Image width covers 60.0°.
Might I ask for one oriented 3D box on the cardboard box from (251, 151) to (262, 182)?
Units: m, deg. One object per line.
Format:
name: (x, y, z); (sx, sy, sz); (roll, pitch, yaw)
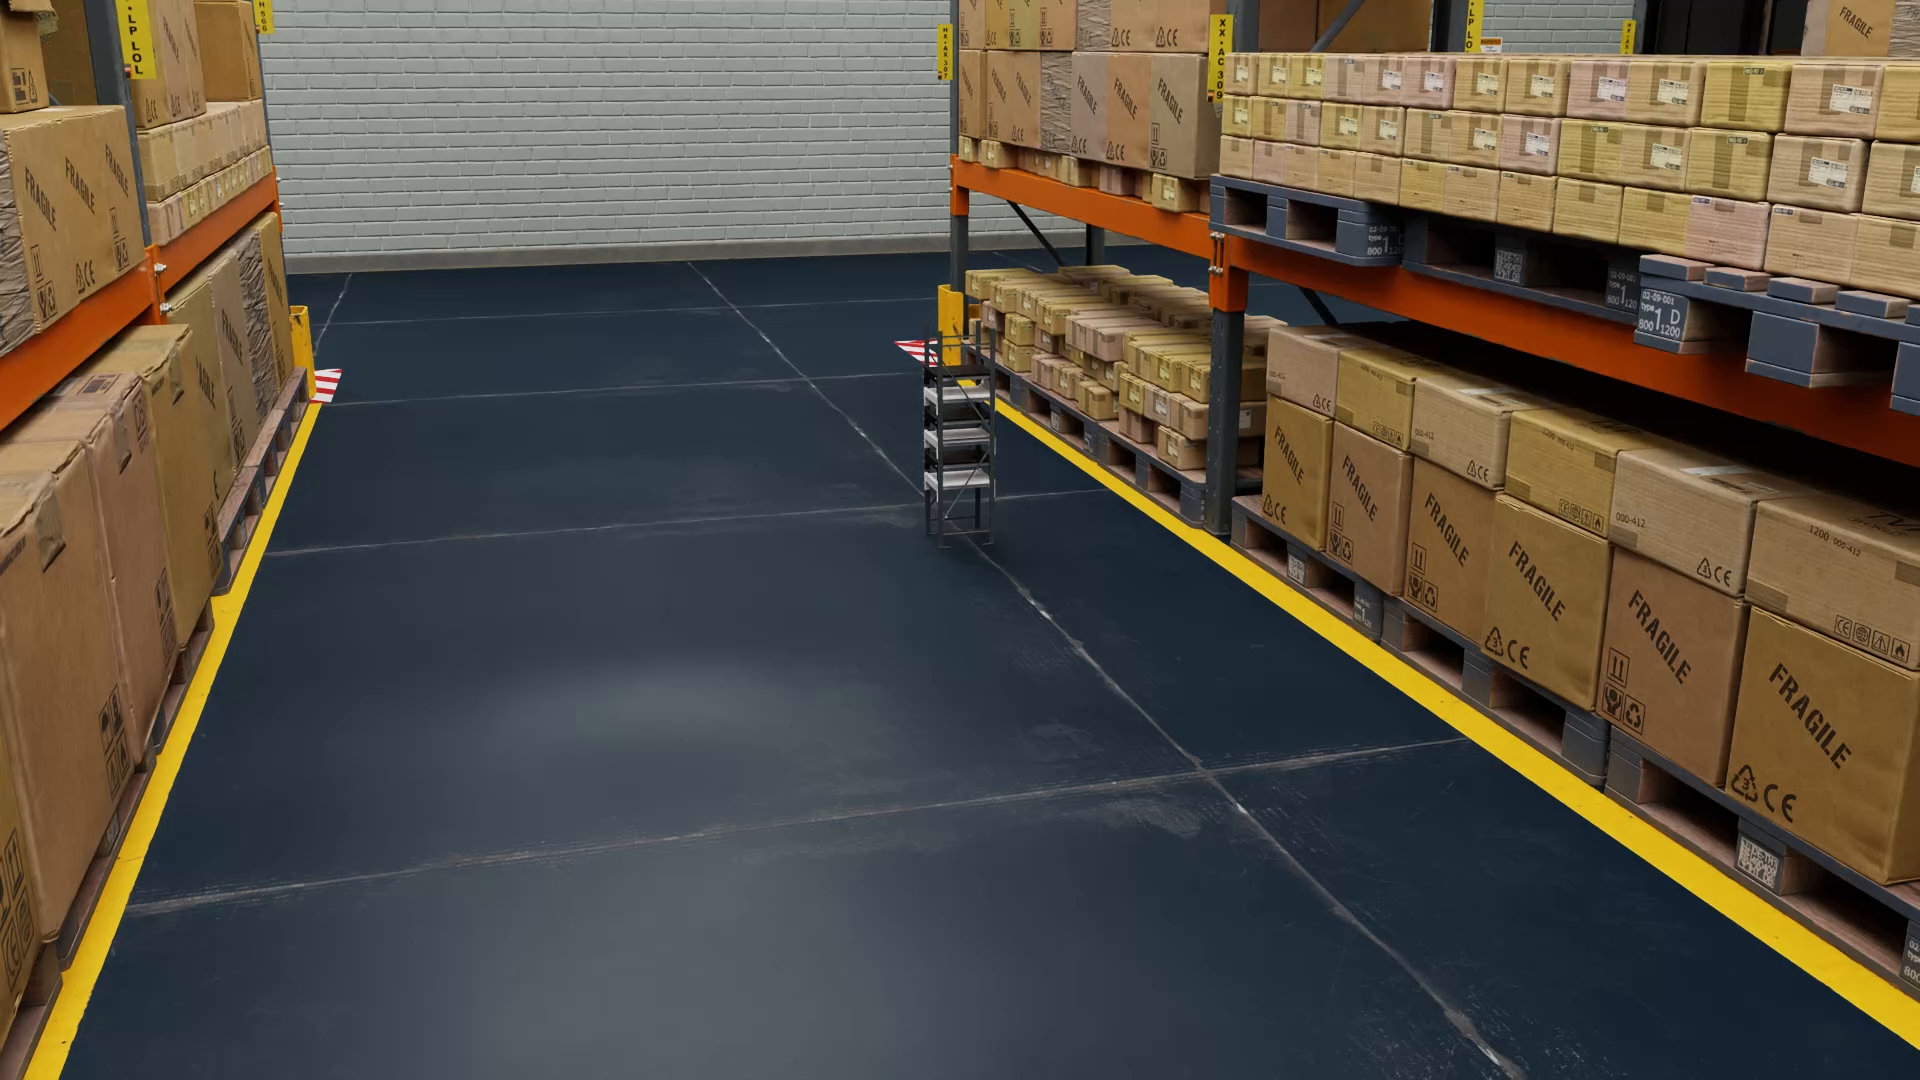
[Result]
cardboard box: (-3.807, -1.909, 8.531); (0.380, 0.149, 0.250); (-5, 17, -15)

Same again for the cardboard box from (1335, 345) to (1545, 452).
cardboard box: (1.631, -0.492, 5.689); (0.500, 0.250, 0.500); (-4, 17, -14)

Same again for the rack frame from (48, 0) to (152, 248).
rack frame: (-3.263, -1.137, 5.525); (1.000, 3.000, 0.127); (-5, 17, -15)

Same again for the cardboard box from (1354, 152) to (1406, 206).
cardboard box: (1.485, -1.152, 5.278); (0.380, 0.149, 0.250); (-5, 18, -18)

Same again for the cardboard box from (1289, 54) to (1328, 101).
cardboard box: (1.350, -1.574, 5.652); (0.380, 0.149, 0.250); (-5, 17, -15)

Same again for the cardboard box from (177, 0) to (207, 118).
cardboard box: (-3.424, -2.000, 6.837); (0.500, 0.500, 0.500); (-5, 18, -17)

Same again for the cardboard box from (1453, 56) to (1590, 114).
cardboard box: (1.634, -1.290, 4.706); (0.380, 0.149, 0.250); (-4, 17, -14)

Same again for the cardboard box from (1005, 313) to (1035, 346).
cardboard box: (0.471, -1.201, 9.443); (0.380, 0.149, 0.250); (-4, 17, -14)

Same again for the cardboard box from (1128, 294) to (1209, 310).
cardboard box: (1.134, -1.239, 9.053); (0.380, 0.149, 0.250); (-5, 18, -17)

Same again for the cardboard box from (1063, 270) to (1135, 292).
cardboard box: (0.837, -1.528, 10.017); (0.380, 0.149, 0.250); (-4, 17, -14)

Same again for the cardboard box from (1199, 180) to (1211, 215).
cardboard box: (1.230, -1.442, 6.975); (0.380, 0.149, 0.250); (-5, 17, -16)

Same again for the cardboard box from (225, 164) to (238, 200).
cardboard box: (-3.528, -1.628, 7.595); (0.380, 0.149, 0.250); (-4, 17, -14)

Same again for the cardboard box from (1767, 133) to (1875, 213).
cardboard box: (1.984, -0.793, 3.567); (0.380, 0.149, 0.250); (-4, 17, -13)

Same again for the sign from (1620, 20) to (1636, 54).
sign: (4.631, -3.438, 11.540); (0.100, 0.325, 0.005); (-5, 17, -15)

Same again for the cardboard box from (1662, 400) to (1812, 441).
cardboard box: (2.413, -0.246, 4.870); (0.500, 0.250, 0.500); (-5, 17, -15)

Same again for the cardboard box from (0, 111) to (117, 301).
cardboard box: (-2.743, -0.940, 4.694); (0.500, 0.500, 0.500); (-4, 17, -14)

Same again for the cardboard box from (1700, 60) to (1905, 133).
cardboard box: (1.919, -1.002, 3.748); (0.380, 0.149, 0.250); (-4, 17, -14)

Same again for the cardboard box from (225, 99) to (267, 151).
cardboard box: (-3.974, -2.201, 8.810); (0.500, 0.250, 0.500); (-5, 17, -16)

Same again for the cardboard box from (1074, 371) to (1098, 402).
cardboard box: (0.807, -0.783, 8.569); (0.380, 0.149, 0.250); (-4, 17, -14)

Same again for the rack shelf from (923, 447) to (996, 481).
rack shelf: (-0.002, -0.315, 6.866); (0.258, 0.077, 0.200); (-5, 17, -15)

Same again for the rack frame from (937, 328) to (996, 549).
rack frame: (0.026, -0.405, 6.736); (0.240, 0.900, 0.006); (-5, 17, -15)

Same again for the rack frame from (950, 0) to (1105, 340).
rack frame: (0.434, -2.608, 10.421); (1.000, 3.000, 0.127); (-5, 17, -15)

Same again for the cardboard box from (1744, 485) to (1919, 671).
cardboard box: (2.193, 0.073, 3.806); (0.500, 0.250, 0.500); (-5, 17, -17)

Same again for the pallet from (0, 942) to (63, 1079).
pallet: (-2.308, 1.080, 2.988); (1.003, 0.211, 1.213); (-5, 17, -15)

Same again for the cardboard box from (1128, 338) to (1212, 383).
cardboard box: (1.002, -0.836, 7.713); (0.380, 0.149, 0.250); (-5, 17, -16)

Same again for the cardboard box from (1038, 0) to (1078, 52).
cardboard box: (0.712, -2.707, 8.320); (0.500, 0.500, 0.500); (-5, 18, -17)

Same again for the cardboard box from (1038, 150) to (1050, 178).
cardboard box: (0.635, -2.018, 8.893); (0.380, 0.149, 0.250); (-5, 17, -16)

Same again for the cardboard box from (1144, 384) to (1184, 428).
cardboard box: (1.055, -0.616, 7.496); (0.380, 0.149, 0.250); (-6, 18, -18)

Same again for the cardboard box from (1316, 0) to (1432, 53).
cardboard box: (1.644, -2.315, 7.016); (0.500, 0.500, 0.500); (-4, 17, -14)

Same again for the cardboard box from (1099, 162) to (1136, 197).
cardboard box: (0.888, -1.729, 7.931); (0.380, 0.149, 0.250); (-5, 18, -18)

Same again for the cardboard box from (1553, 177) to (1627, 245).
cardboard box: (1.777, -0.860, 4.306); (0.380, 0.149, 0.250); (-5, 18, -18)

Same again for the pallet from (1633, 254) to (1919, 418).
pallet: (2.335, -0.492, 3.710); (1.213, 0.211, 1.003); (-5, 17, -15)

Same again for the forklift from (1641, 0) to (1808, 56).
forklift: (3.579, -1.531, 6.954); (3.031, 2.935, 1.130); (5, 17, 17)

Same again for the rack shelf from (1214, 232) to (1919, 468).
rack shelf: (2.083, -0.604, 4.999); (1.077, 0.370, 4.000); (-5, 17, -15)

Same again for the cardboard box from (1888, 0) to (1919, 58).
cardboard box: (5.590, -2.837, 9.272); (0.500, 0.500, 0.500); (-4, 17, -15)

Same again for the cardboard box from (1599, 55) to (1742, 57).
cardboard box: (2.189, -1.411, 5.109); (0.380, 0.149, 0.250); (-6, 18, -18)

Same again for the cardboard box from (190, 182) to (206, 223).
cardboard box: (-3.244, -1.343, 6.647); (0.380, 0.149, 0.250); (-5, 17, -17)

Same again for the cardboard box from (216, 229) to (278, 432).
cardboard box: (-3.859, -1.005, 8.047); (0.875, 0.875, 0.875); (-5, 17, -15)

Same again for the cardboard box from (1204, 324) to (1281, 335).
cardboard box: (1.409, -0.951, 8.096); (0.380, 0.149, 0.250); (-5, 17, -17)

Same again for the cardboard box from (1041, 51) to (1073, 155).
cardboard box: (0.732, -2.229, 8.469); (0.500, 0.500, 0.500); (-5, 17, -17)

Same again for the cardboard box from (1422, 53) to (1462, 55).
cardboard box: (1.906, -1.698, 6.062); (0.380, 0.149, 0.250); (-5, 17, -17)

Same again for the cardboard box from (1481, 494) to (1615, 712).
cardboard box: (1.901, 0.151, 4.852); (0.500, 0.500, 0.500); (-6, 18, -18)

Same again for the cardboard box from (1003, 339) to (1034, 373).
cardboard box: (0.461, -1.060, 9.493); (0.380, 0.149, 0.250); (-4, 17, -15)

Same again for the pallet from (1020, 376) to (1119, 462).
pallet: (0.976, -0.687, 8.873); (1.003, 0.211, 1.213); (-5, 17, -15)

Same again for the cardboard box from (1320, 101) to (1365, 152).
cardboard box: (1.416, -1.365, 5.471); (0.380, 0.149, 0.250); (-5, 18, -18)

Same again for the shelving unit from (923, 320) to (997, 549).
shelving unit: (-0.002, -0.433, 6.830); (0.258, 0.900, 0.210); (-5, 17, -15)

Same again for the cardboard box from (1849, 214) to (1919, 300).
cardboard box: (2.055, -0.576, 3.363); (0.380, 0.149, 0.250); (-4, 17, -14)

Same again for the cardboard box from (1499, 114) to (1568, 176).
cardboard box: (1.703, -1.076, 4.509); (0.380, 0.149, 0.250); (-4, 17, -14)

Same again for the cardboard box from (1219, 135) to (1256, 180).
cardboard box: (1.200, -1.437, 6.229); (0.380, 0.149, 0.250); (-6, 18, -18)

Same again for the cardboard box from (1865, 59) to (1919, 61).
cardboard box: (2.480, -1.120, 4.138); (0.380, 0.149, 0.250); (-5, 18, -18)

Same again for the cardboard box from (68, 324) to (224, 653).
cardboard box: (-3.068, -0.146, 5.186); (1.225, 0.875, 0.875); (-5, 17, -15)

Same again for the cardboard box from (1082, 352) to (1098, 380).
cardboard box: (0.847, -0.910, 8.477); (0.380, 0.149, 0.250); (-6, 18, -18)

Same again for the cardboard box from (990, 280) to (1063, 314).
cardboard box: (0.389, -1.410, 9.625); (0.380, 0.149, 0.250); (-5, 17, -15)

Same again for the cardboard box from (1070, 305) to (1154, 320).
cardboard box: (0.794, -1.133, 8.700); (0.380, 0.149, 0.250); (-5, 17, -15)

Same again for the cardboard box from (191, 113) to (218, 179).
cardboard box: (-3.420, -1.640, 6.940); (0.500, 0.250, 0.500); (-4, 17, -14)

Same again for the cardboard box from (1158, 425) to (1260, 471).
cardboard box: (1.098, -0.419, 7.358); (0.380, 0.149, 0.250); (-4, 17, -15)

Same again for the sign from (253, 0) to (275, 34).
sign: (-3.837, -2.951, 9.137); (0.100, 0.325, 0.005); (-5, 17, -15)

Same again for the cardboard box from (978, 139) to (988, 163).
cardboard box: (0.318, -2.305, 9.849); (0.380, 0.149, 0.250); (-4, 17, -13)
